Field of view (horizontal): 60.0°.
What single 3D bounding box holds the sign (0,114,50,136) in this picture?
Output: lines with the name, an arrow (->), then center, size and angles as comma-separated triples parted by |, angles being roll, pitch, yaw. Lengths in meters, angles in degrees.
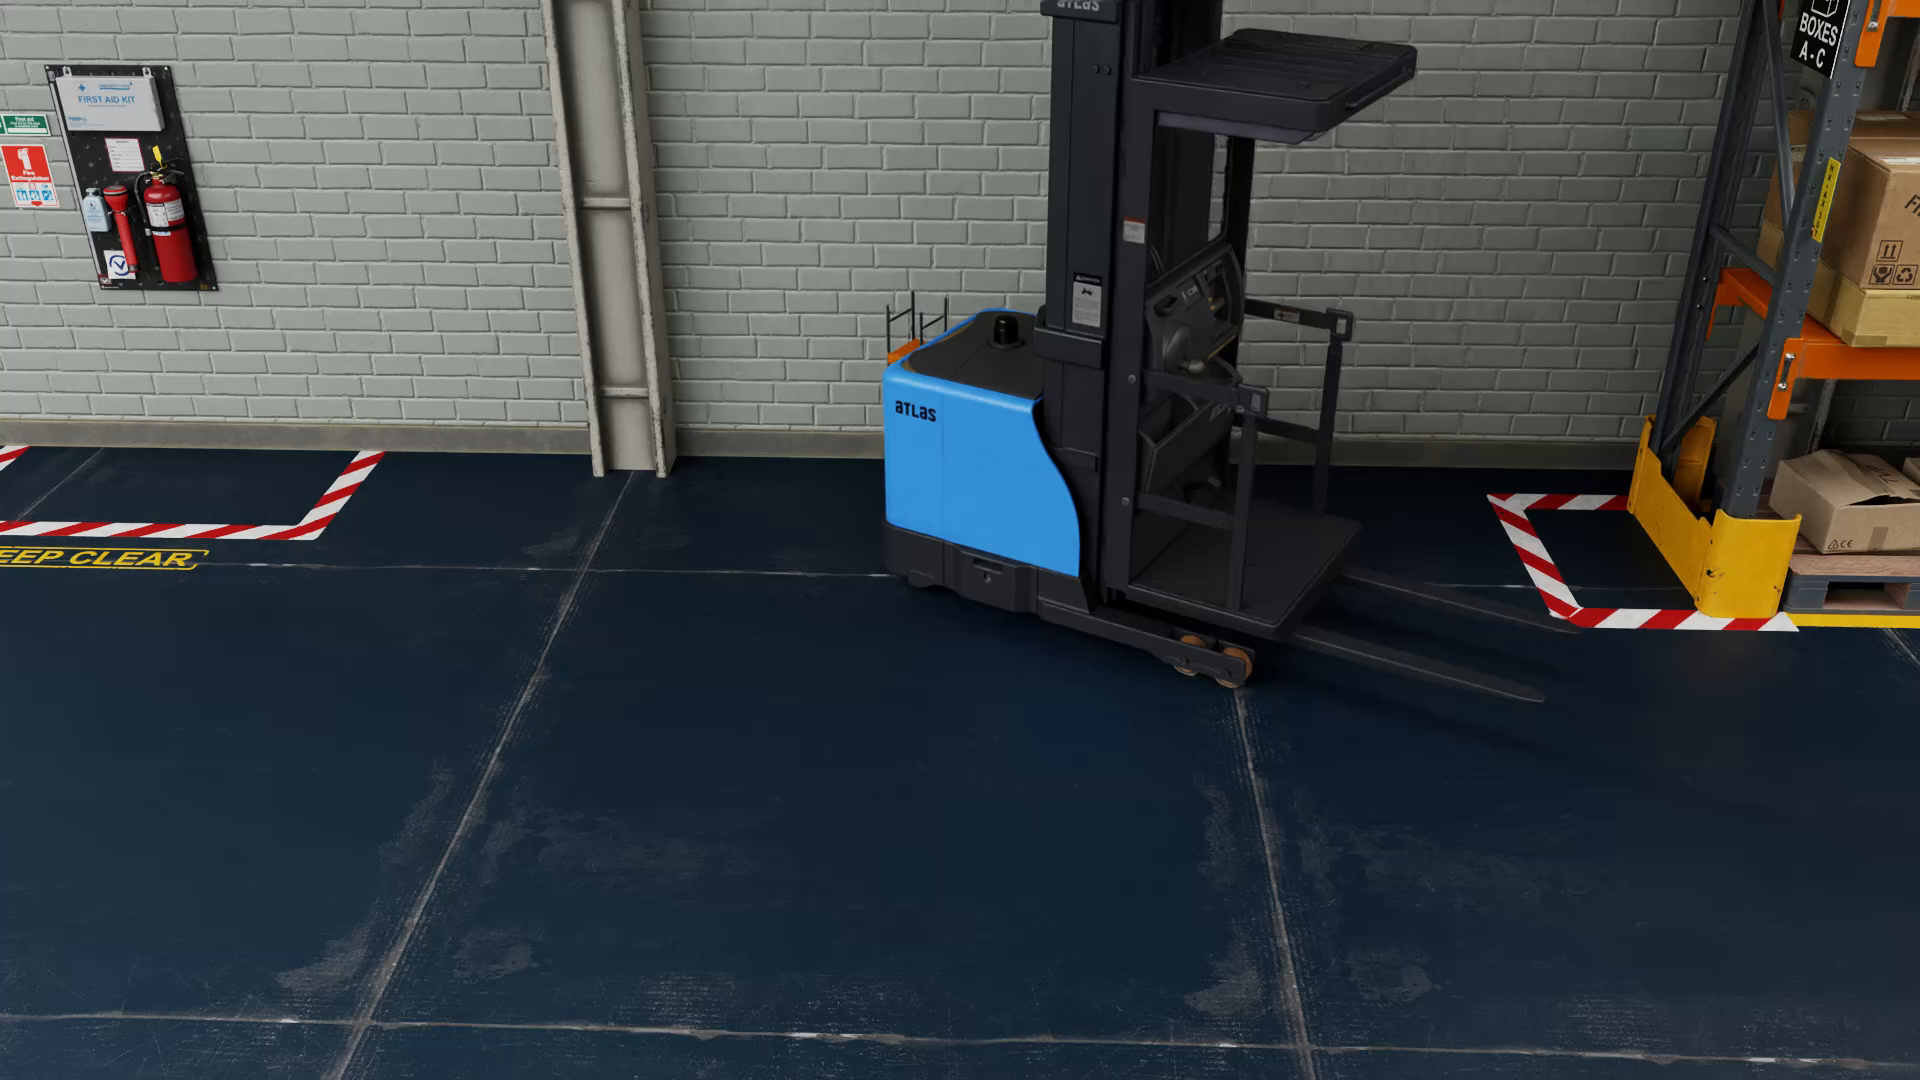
sign -> -4.770, -2.097, 8.400 | 0.331, 0.109, 0.001 | 1, 28, 2

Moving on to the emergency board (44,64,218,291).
emergency board -> -4.225, -1.794, 8.432 | 0.643, 1.169, 0.194 | 1, 28, 2

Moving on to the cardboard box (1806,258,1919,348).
cardboard box -> 3.986, -1.029, 7.127 | 0.500, 0.250, 0.500 | 0, 28, 0

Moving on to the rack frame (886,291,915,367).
rack frame -> -0.281, -0.609, 8.118 | 0.006, 1.200, 0.240 | 16, 32, 27

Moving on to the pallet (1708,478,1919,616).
pallet -> 4.396, 0.020, 7.987 | 1.213, 0.211, 1.003 | 1, 28, 2

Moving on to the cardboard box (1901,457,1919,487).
cardboard box -> 4.767, -0.187, 7.800 | 0.500, 0.311, 0.500 | 3, 28, 6

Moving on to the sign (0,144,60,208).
sign -> -4.774, -1.868, 8.532 | 0.234, 0.329, 0.001 | 1, 28, 2

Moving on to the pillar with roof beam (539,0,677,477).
pillar with roof beam -> -1.909, -2.371, 3.115 | 0.400, 9.000, 9.100 | 1, 28, 2

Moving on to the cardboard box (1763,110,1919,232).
cardboard box -> 3.988, -1.609, 7.420 | 0.500, 0.500, 0.500 | 1, 28, 1

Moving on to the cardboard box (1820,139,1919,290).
cardboard box -> 3.976, -1.369, 6.967 | 0.500, 0.500, 0.500 | 1, 28, 2

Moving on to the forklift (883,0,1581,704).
forklift -> 1.169, -0.953, 6.918 | 3.031, 2.935, 1.130 | 16, 32, 27

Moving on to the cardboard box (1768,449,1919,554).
cardboard box -> 4.198, -0.196, 7.818 | 0.500, 0.311, 0.500 | -2, 28, -4

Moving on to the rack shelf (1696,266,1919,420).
rack shelf -> 5.508, -0.892, 7.499 | 4.000, 0.370, 1.077 | 1, 28, 2

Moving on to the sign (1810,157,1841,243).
sign -> 3.490, -1.372, 6.711 | 0.005, 0.325, 0.100 | 1, 28, 2

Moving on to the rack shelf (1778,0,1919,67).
rack shelf -> 5.508, -2.218, 6.796 | 4.000, 0.370, 1.077 | 1, 28, 2

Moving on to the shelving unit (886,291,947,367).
shelving unit -> -0.202, -0.587, 8.077 | 0.189, 1.200, 0.258 | 16, 32, 27

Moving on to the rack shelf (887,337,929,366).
rack shelf -> -0.202, -0.866, 7.929 | 0.180, 0.103, 0.258 | 16, 32, 27

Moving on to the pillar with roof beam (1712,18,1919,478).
pillar with roof beam -> 4.088, -2.272, 2.928 | 0.400, 9.000, 9.100 | 1, 28, 2

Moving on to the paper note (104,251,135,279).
paper note -> -4.400, -1.440, 8.705 | 0.142, 0.148, 0.016 | 1, 28, 2

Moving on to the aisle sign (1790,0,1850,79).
aisle sign -> 3.427, -2.253, 6.521 | 0.004, 0.787, 0.394 | 1, 28, 2

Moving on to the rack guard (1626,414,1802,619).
rack guard -> 3.585, -0.138, 7.976 | 0.348, 0.500, 1.175 | 1, 28, 2

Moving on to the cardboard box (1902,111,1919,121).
cardboard box -> 4.491, -1.596, 7.396 | 0.500, 0.500, 0.500 | 1, 28, 2

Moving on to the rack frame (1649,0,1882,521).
rack frame -> 3.509, -1.243, 7.393 | 0.127, 3.000, 1.000 | 1, 28, 2

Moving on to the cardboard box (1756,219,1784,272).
cardboard box -> 3.983, -1.269, 7.580 | 0.500, 0.250, 0.500 | 1, 28, 3

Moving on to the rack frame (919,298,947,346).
rack frame -> -0.124, -0.565, 8.036 | 0.006, 1.200, 0.240 | 16, 32, 27
